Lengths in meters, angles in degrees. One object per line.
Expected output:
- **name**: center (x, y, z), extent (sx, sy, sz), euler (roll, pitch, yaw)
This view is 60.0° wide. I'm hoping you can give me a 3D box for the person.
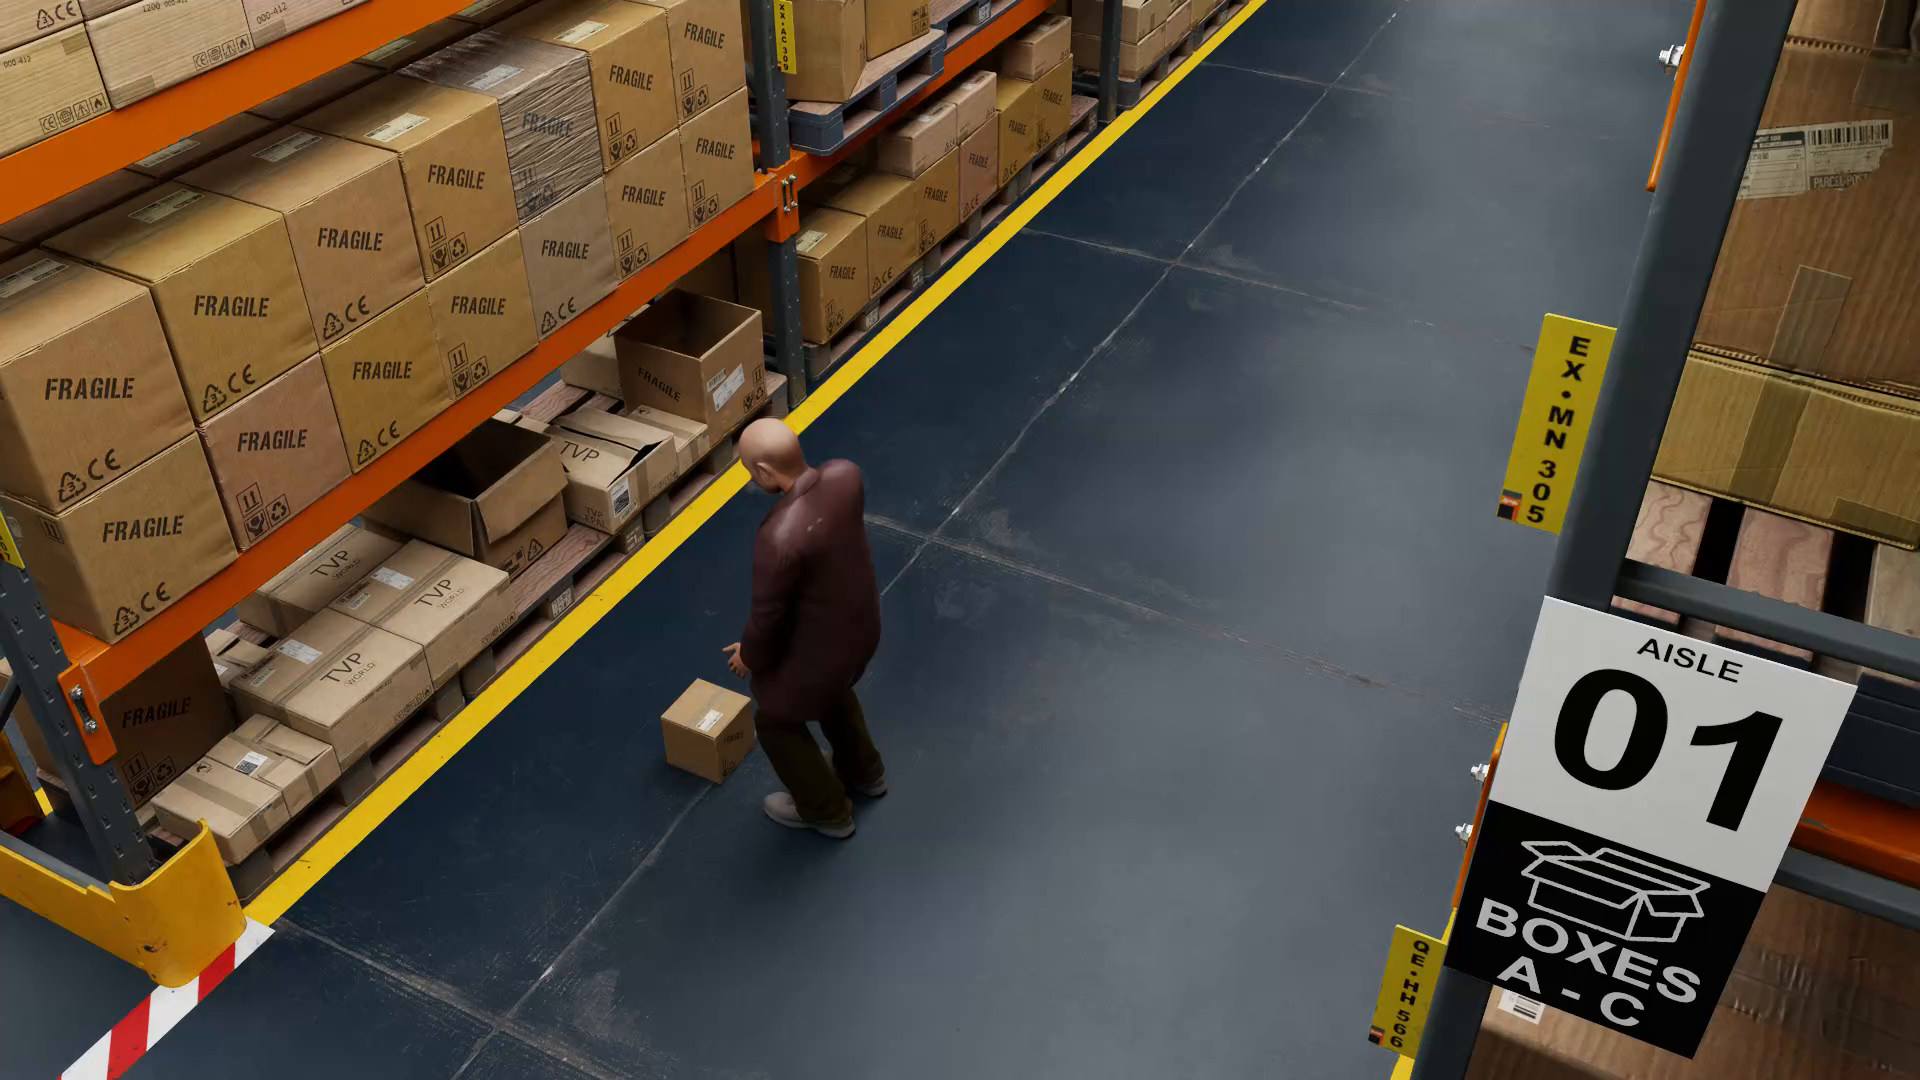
- **person**: center (-0.525, 0.328, 5.796), extent (0.442, 1.715, 0.595), euler (19, 41, 23)
